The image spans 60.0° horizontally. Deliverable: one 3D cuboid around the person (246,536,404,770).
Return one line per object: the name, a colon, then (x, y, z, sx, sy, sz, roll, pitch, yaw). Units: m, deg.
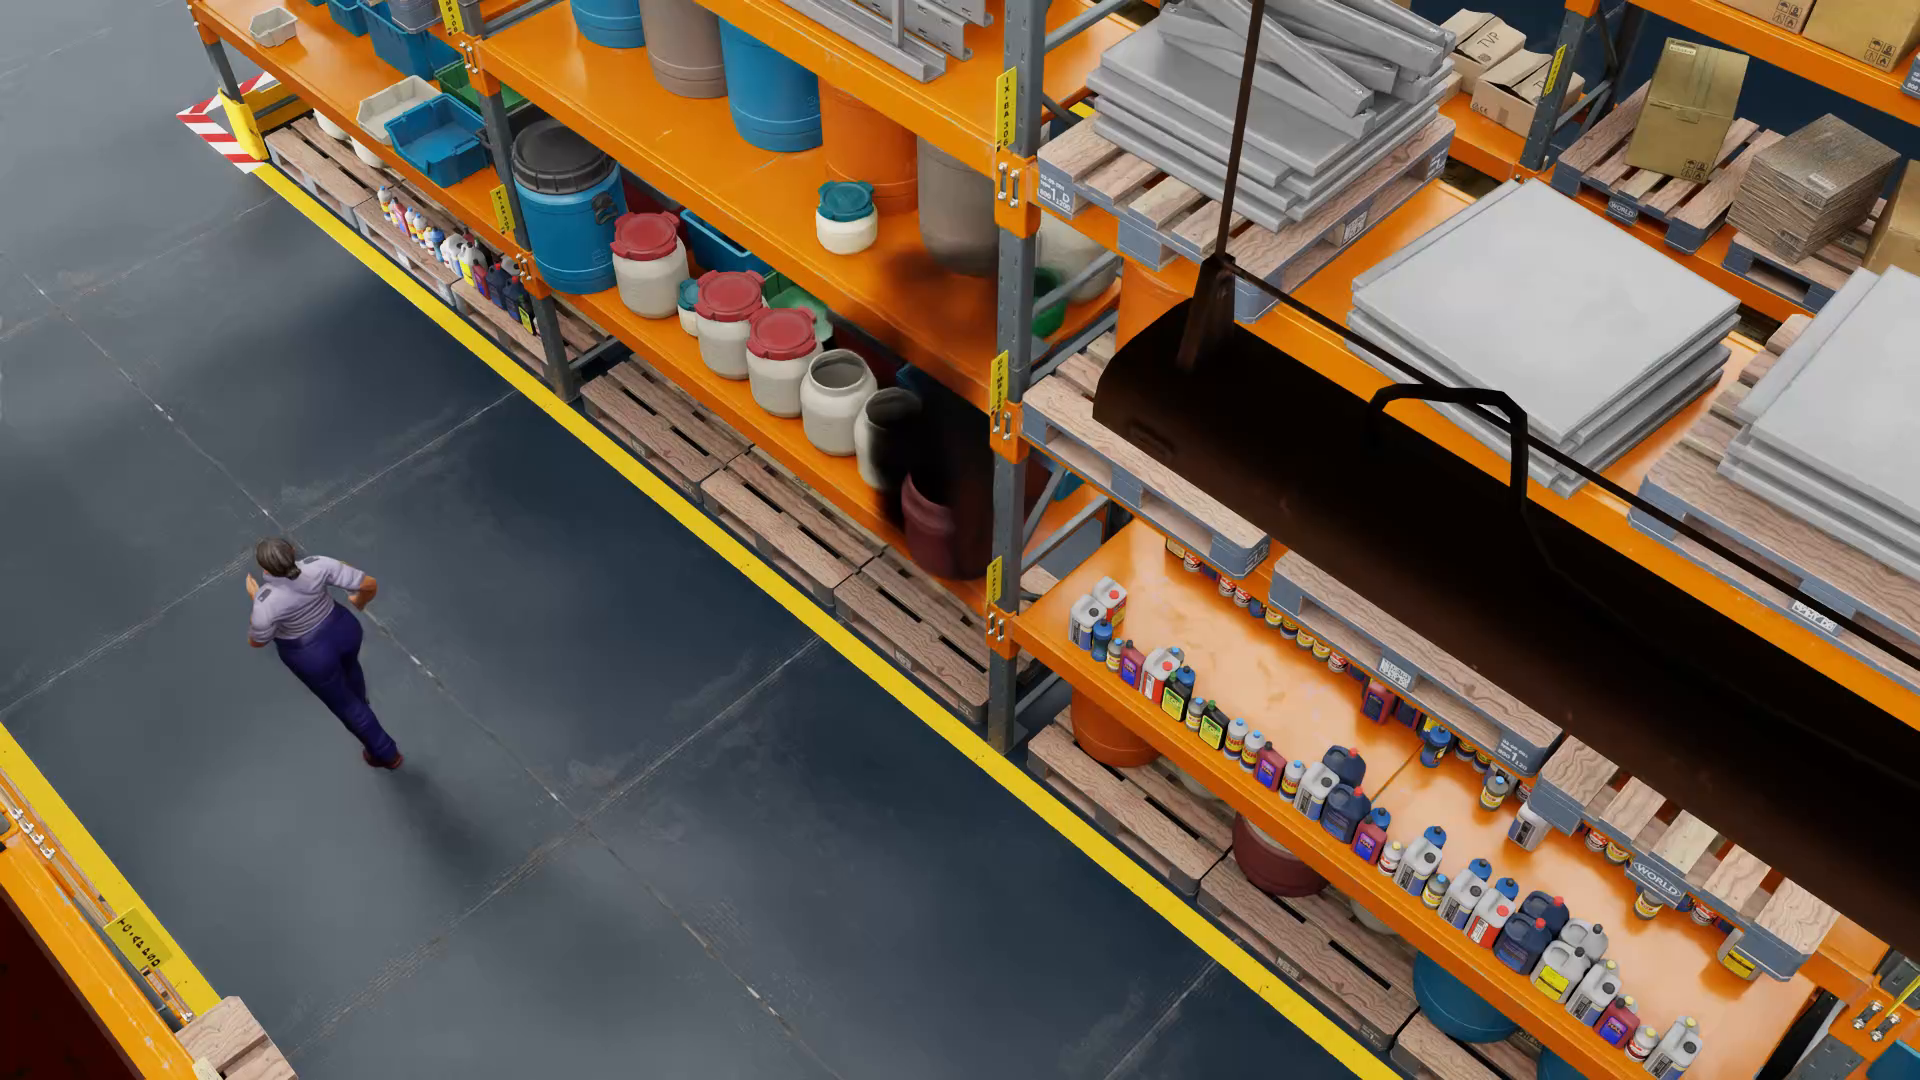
person: (-3.244, 0.558, 8.482, 0.727, 1.737, 0.580, 24, 54, 19)
